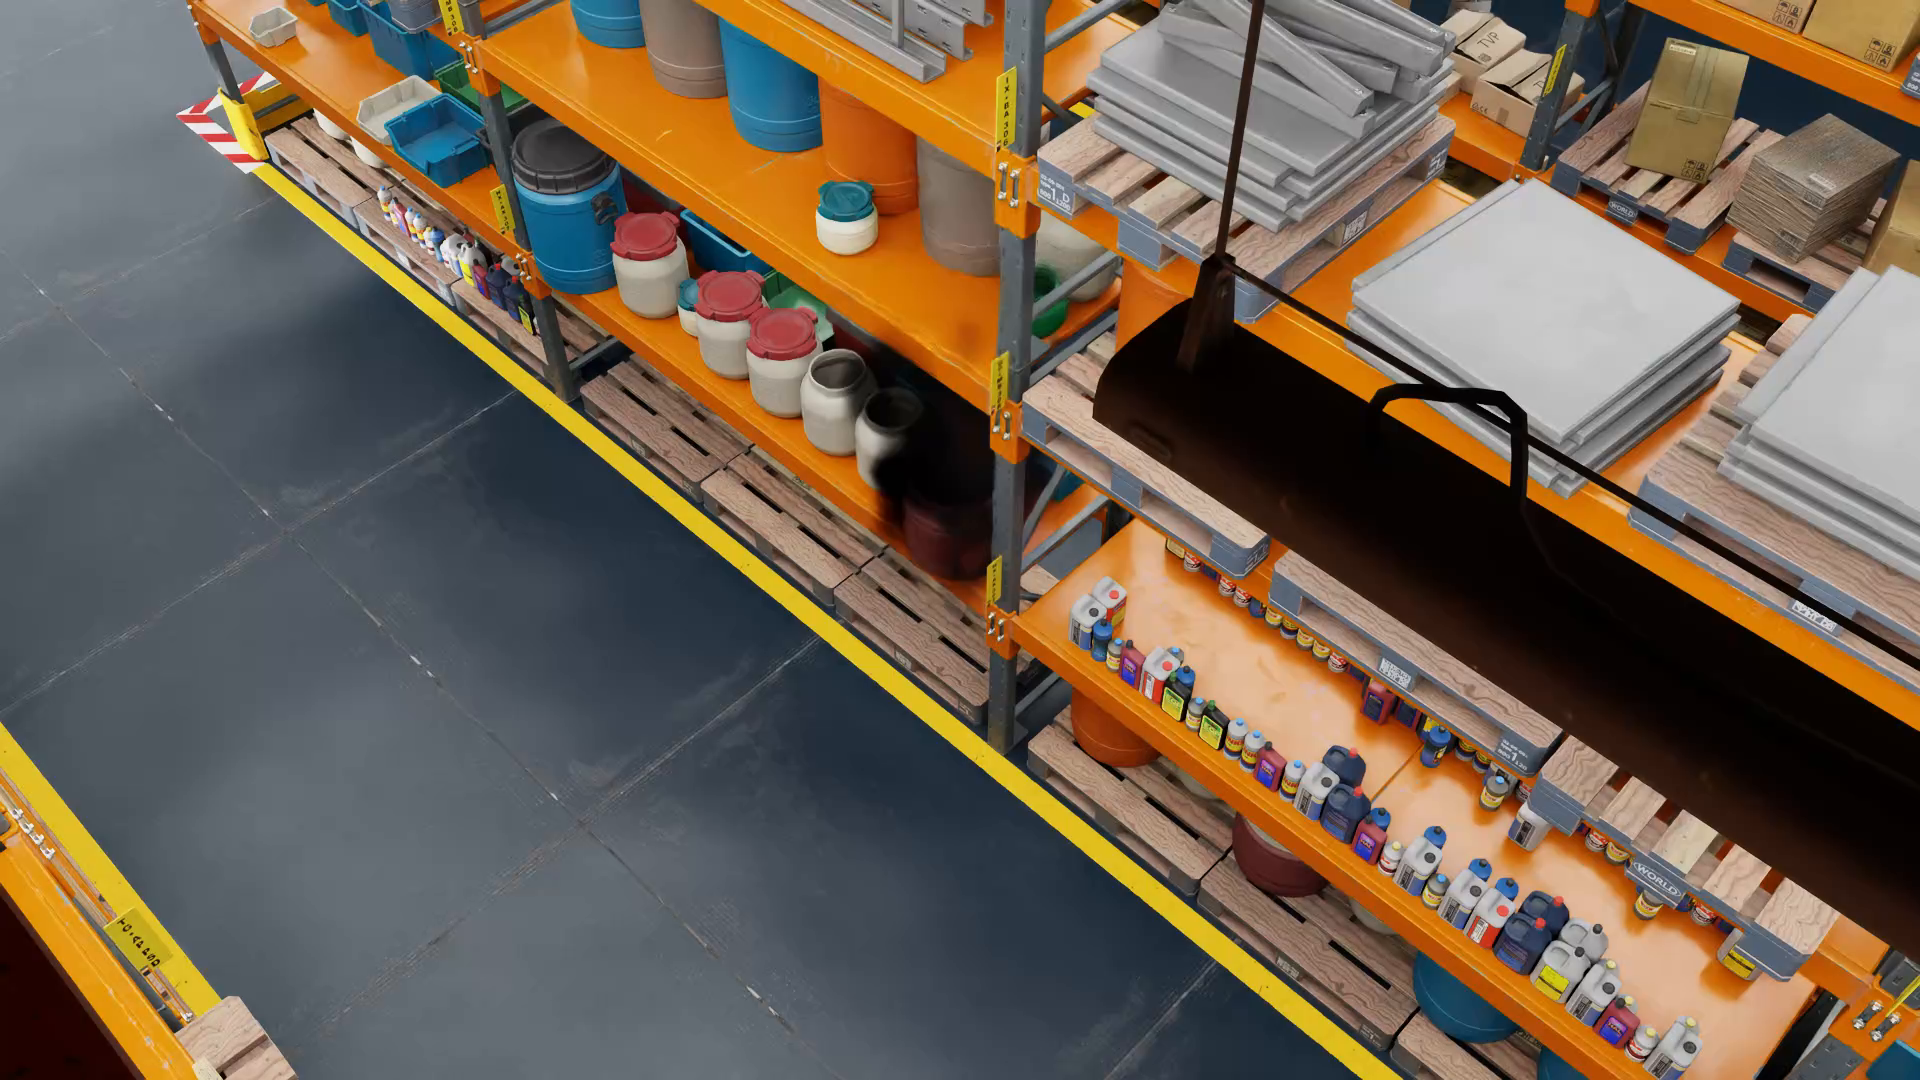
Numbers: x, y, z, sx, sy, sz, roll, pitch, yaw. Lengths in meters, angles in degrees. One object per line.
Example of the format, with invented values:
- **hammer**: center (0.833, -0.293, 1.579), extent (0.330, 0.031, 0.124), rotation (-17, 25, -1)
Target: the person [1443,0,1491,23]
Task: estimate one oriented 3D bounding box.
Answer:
- **person**: center (3.890, -4.020, 12.707), extent (0.560, 1.639, 0.605), rotation (-36, 59, -26)
